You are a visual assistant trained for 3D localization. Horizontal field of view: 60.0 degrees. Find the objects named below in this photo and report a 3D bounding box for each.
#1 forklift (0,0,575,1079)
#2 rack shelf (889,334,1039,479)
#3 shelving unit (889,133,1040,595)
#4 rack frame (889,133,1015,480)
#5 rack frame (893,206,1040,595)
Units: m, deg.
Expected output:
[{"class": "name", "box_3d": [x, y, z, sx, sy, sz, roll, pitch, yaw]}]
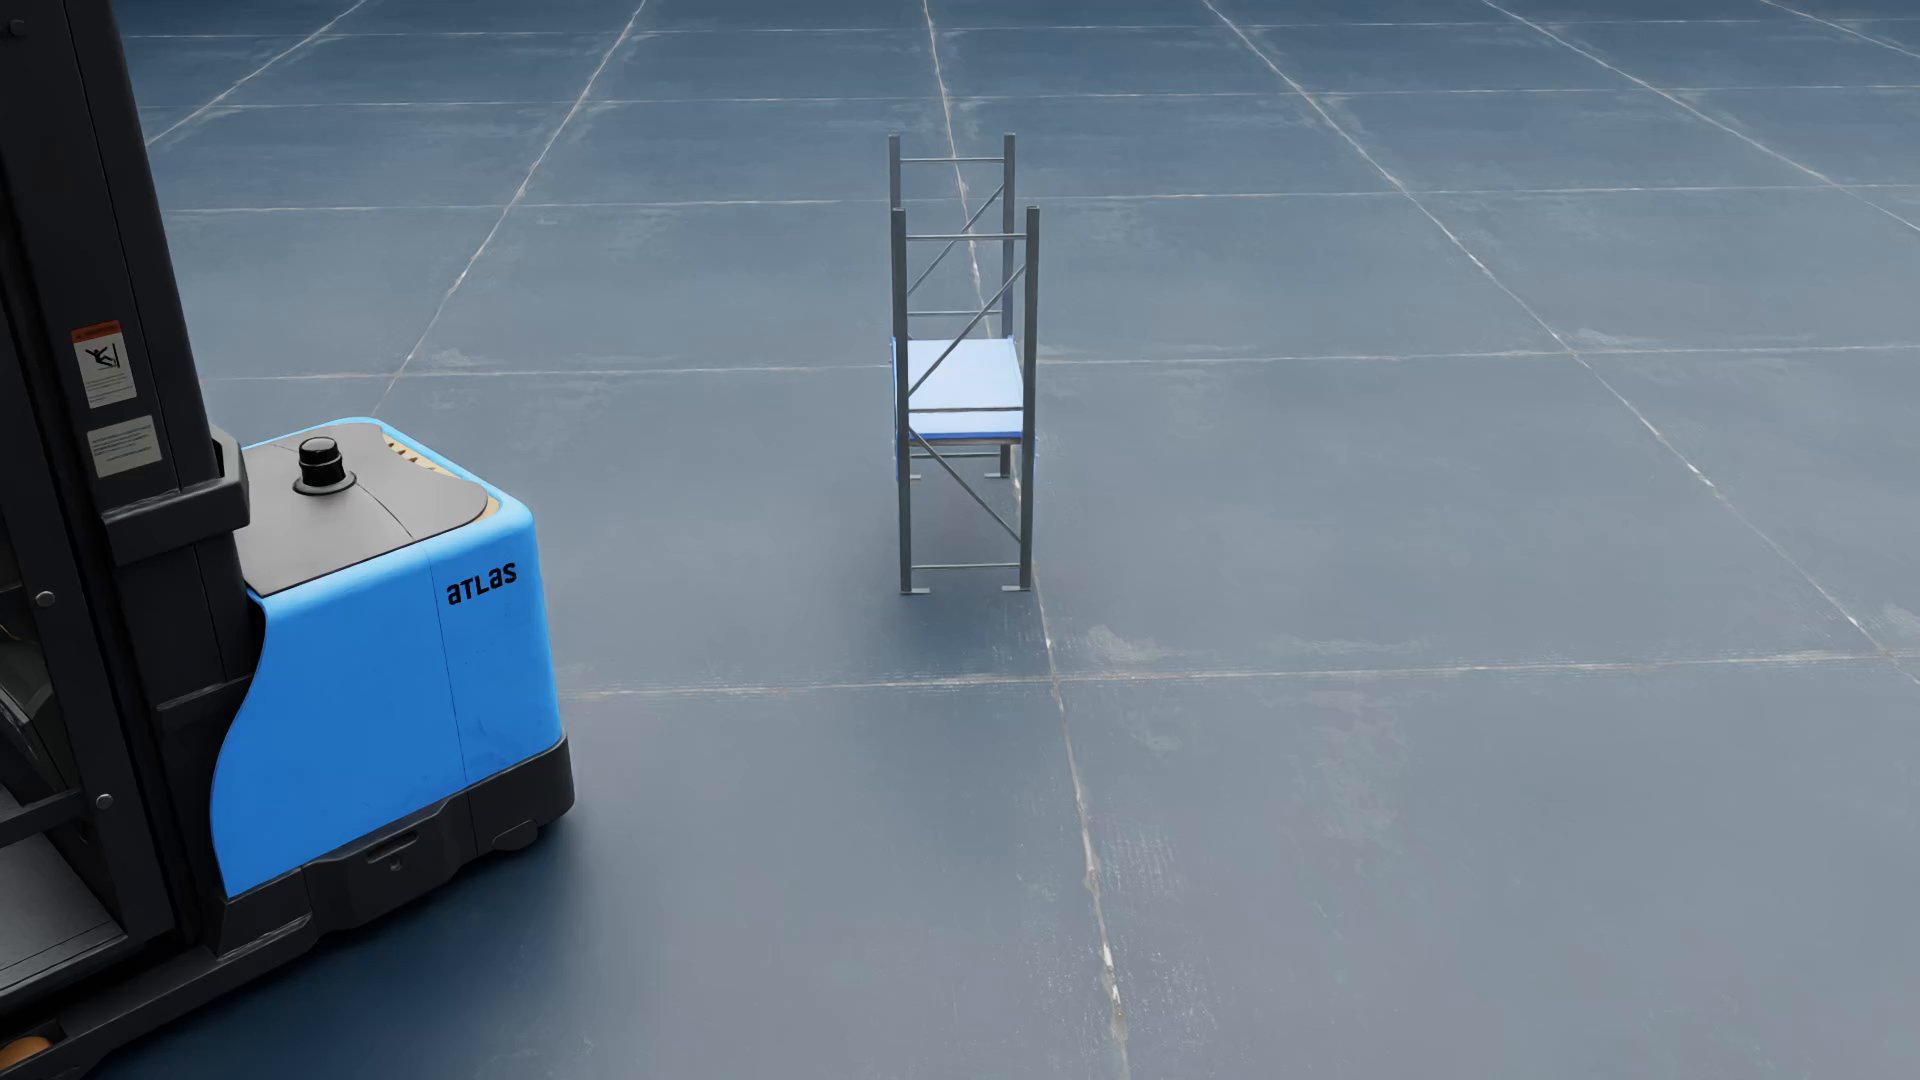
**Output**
[{"class": "forklift", "box_3d": [-2.573, -0.115, 3.801, 3.031, 2.935, 1.130, -25, 36, -39]}, {"class": "rack shelf", "box_3d": [-0.004, -0.545, 6.562, 0.538, 0.185, 1.000, -1, 28, -3]}, {"class": "shelving unit", "box_3d": [-0.004, -0.704, 6.479, 0.538, 1.500, 1.048, -1, 28, -3]}, {"class": "rack frame", "box_3d": [-0.031, -0.939, 6.929, 0.500, 1.500, 0.032, -1, 28, -3]}, {"class": "rack frame", "box_3d": [0.022, -0.470, 6.029, 0.500, 1.500, 0.032, -1, 28, -3]}]
